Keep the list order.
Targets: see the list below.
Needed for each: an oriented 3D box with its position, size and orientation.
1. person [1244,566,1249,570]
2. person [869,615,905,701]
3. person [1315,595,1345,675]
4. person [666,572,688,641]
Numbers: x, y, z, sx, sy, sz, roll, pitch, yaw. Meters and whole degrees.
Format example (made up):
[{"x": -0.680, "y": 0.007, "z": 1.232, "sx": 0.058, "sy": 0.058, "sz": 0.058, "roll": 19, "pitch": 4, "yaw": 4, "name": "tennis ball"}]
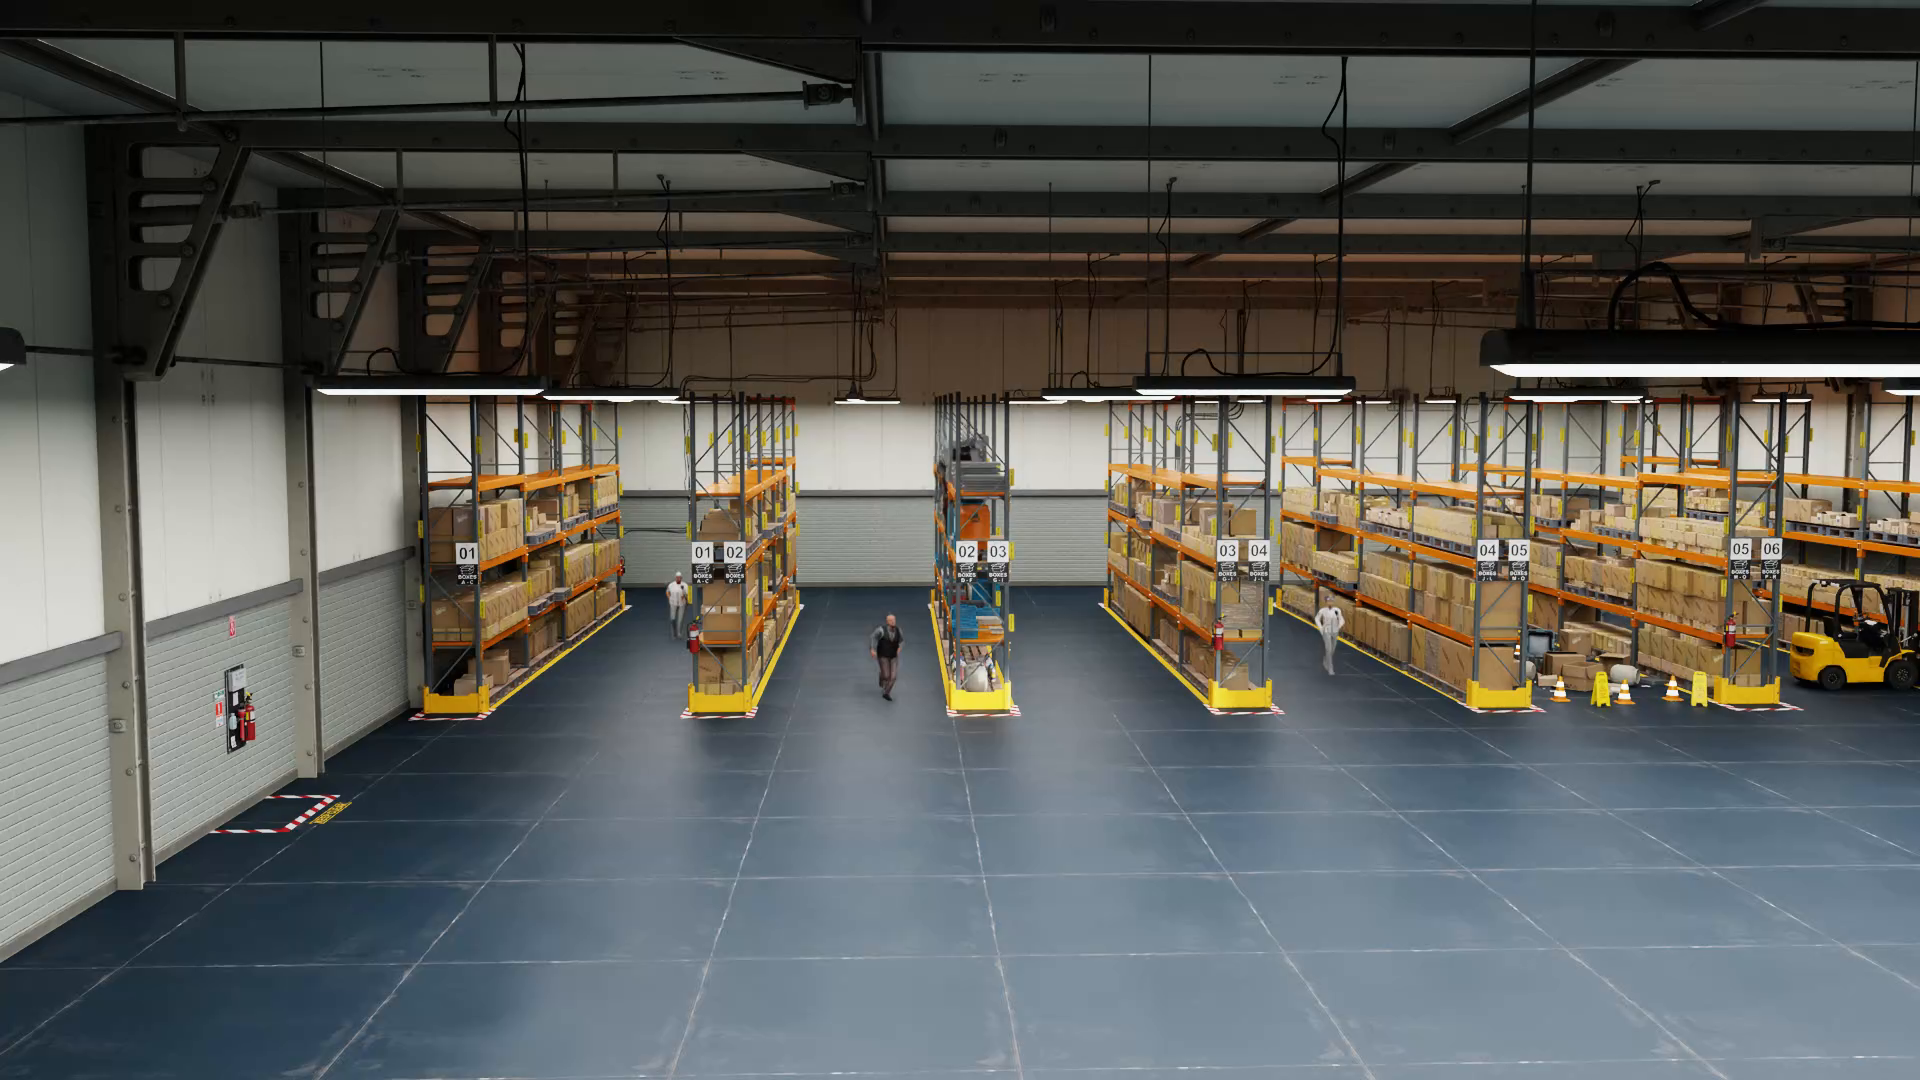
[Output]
[{"x": 7.885, "y": 1.270, "z": 45.096, "sx": 0.529, "sy": 1.696, "sz": 0.887, "roll": 0, "pitch": 5, "yaw": -3, "name": "person"}, {"x": -1.411, "y": 2.302, "z": 32.549, "sx": 0.693, "sy": 1.673, "sz": 0.681, "roll": -2, "pitch": 5, "yaw": -20, "name": "person"}, {"x": 7.937, "y": 2.001, "z": 35.626, "sx": 0.610, "sy": 1.694, "sz": 0.811, "roll": 0, "pitch": 5, "yaw": -3, "name": "person"}, {"x": -6.925, "y": 1.638, "z": 40.852, "sx": 0.579, "sy": 1.687, "sz": 0.675, "roll": -1, "pitch": 5, "yaw": -9, "name": "person"}]
